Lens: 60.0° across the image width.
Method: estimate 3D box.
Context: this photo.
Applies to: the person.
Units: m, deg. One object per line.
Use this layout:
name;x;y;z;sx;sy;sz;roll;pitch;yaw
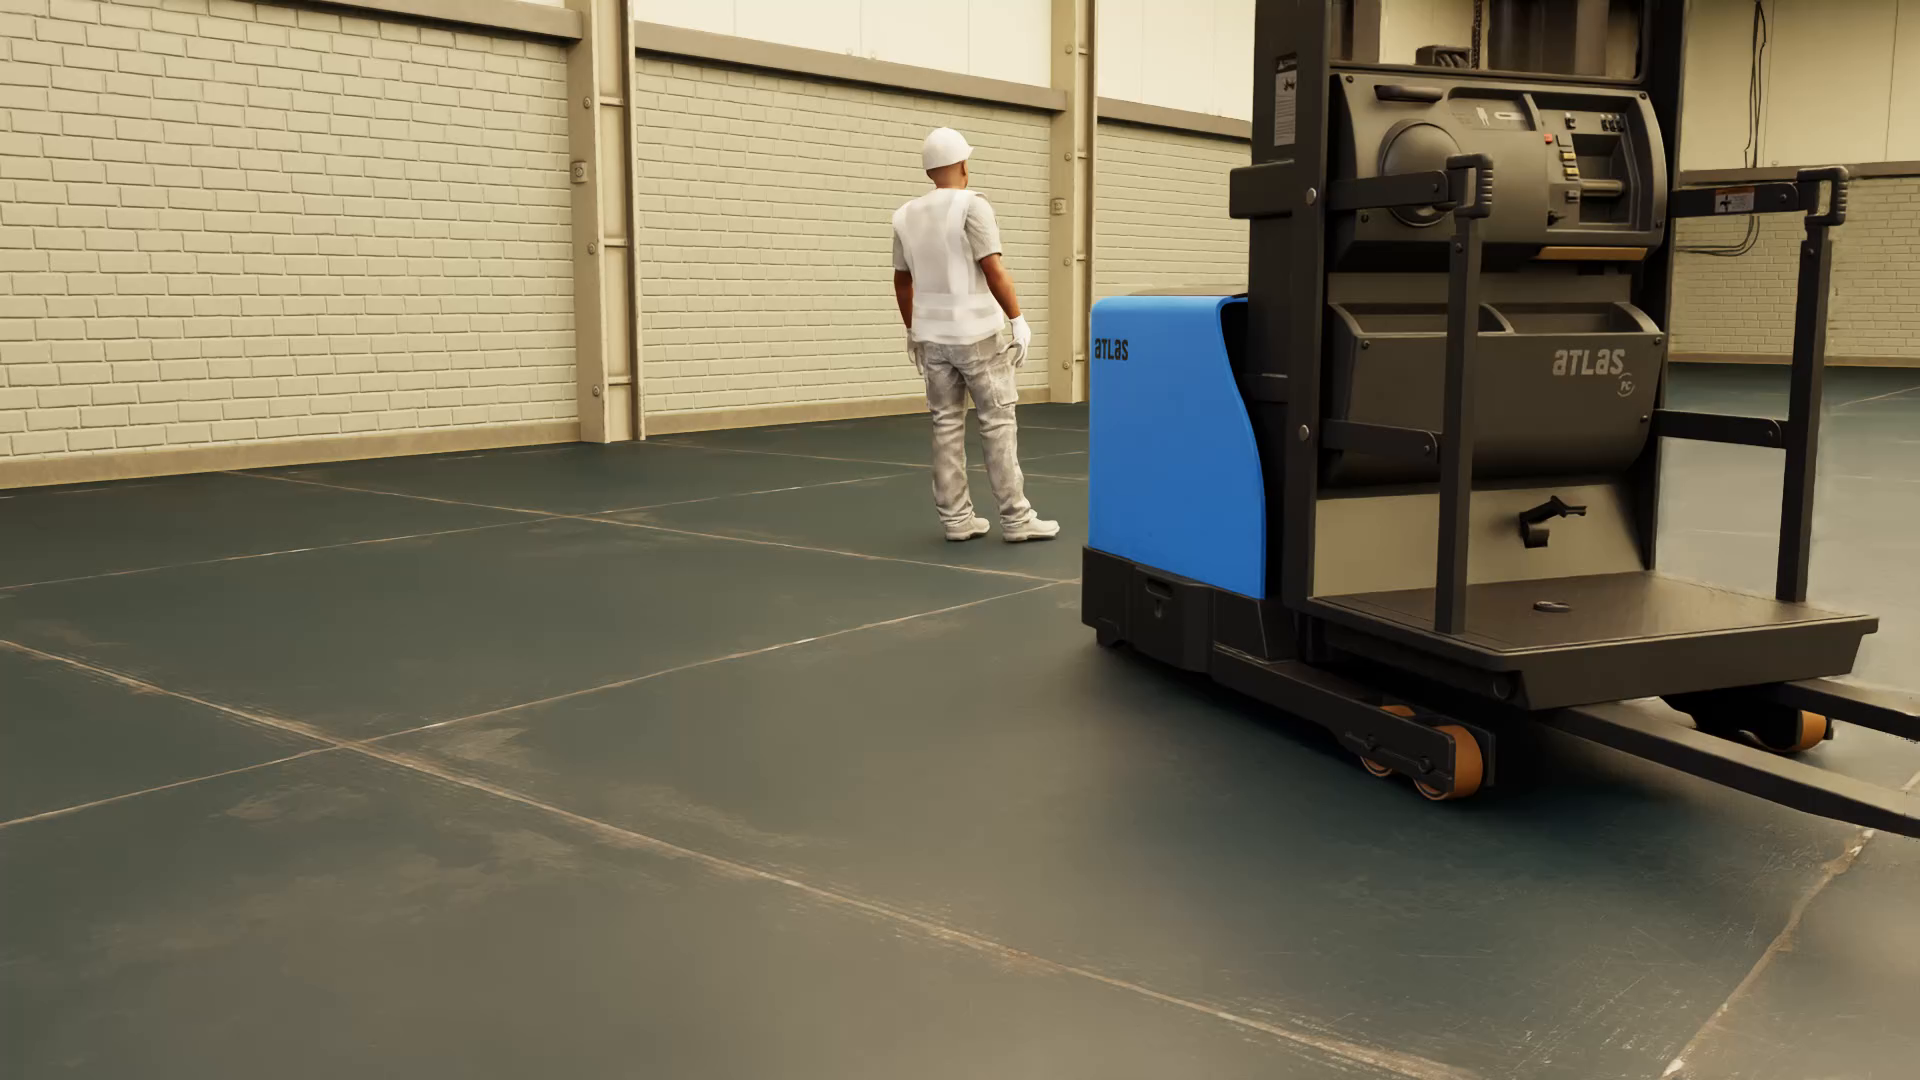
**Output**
person;0.057;-0.897;7.333;0.656;1.784;0.557;7;11;38
